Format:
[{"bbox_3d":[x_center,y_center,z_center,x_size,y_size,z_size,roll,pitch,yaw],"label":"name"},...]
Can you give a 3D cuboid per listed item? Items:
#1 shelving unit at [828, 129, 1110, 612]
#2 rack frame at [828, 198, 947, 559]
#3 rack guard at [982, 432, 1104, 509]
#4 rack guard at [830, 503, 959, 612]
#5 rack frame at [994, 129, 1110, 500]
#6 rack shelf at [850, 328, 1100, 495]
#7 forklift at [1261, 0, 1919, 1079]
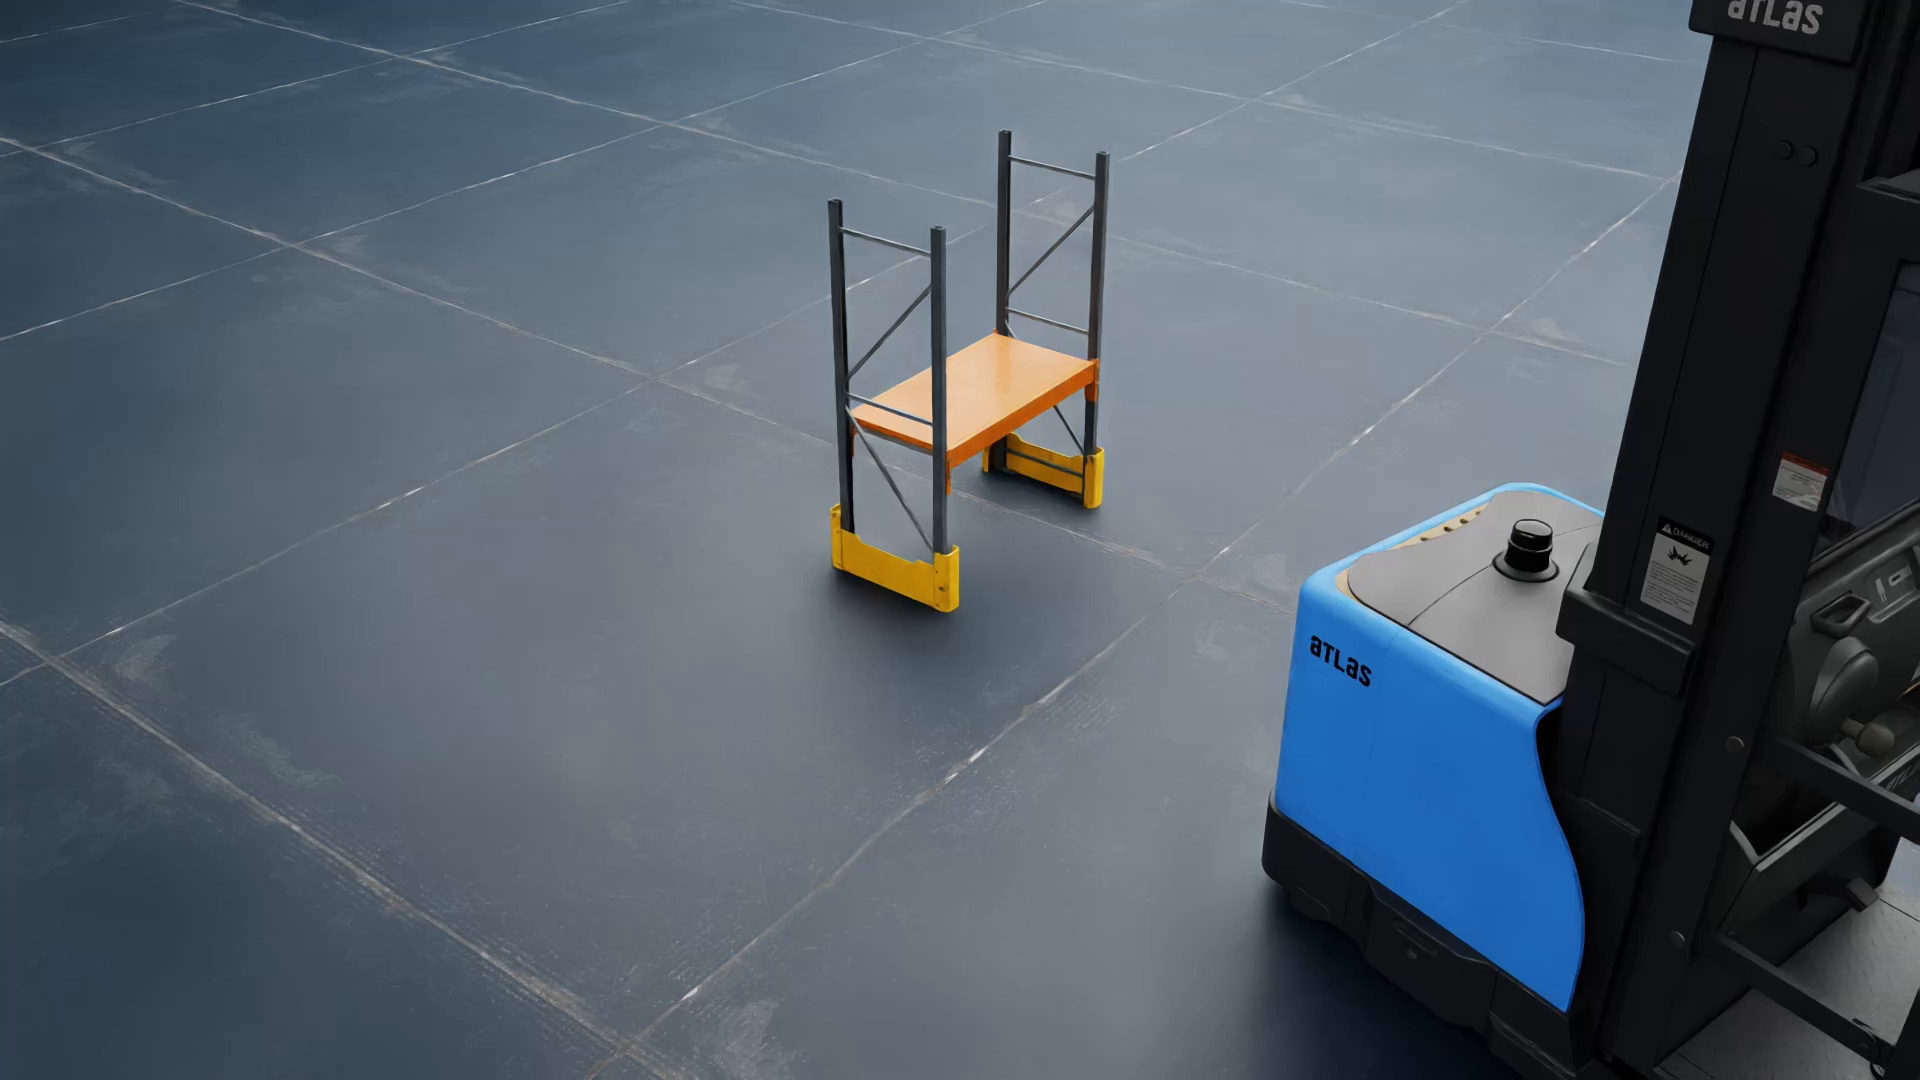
[{"bbox_3d":[0.046,-0.676,6.420,0.587,1.500,1.083,21,37,31],"label":"shelving unit"},{"bbox_3d":[-0.255,-0.473,6.077,0.500,1.500,0.032,21,37,31],"label":"rack frame"},{"bbox_3d":[0.347,-0.341,7.080,0.587,0.250,0.087,21,37,31],"label":"rack guard"},{"bbox_3d":[-0.255,0.064,6.397,0.587,0.250,0.087,21,37,31],"label":"rack guard"},{"bbox_3d":[0.358,-0.887,6.775,0.500,1.500,0.032,21,37,31],"label":"rack frame"},{"bbox_3d":[0.051,-0.525,6.518,0.538,0.185,1.000,21,37,31],"label":"rack shelf"},{"bbox_3d":[2.191,0.215,3.512,1.130,2.935,3.031,-21,37,-31],"label":"forklift"}]
